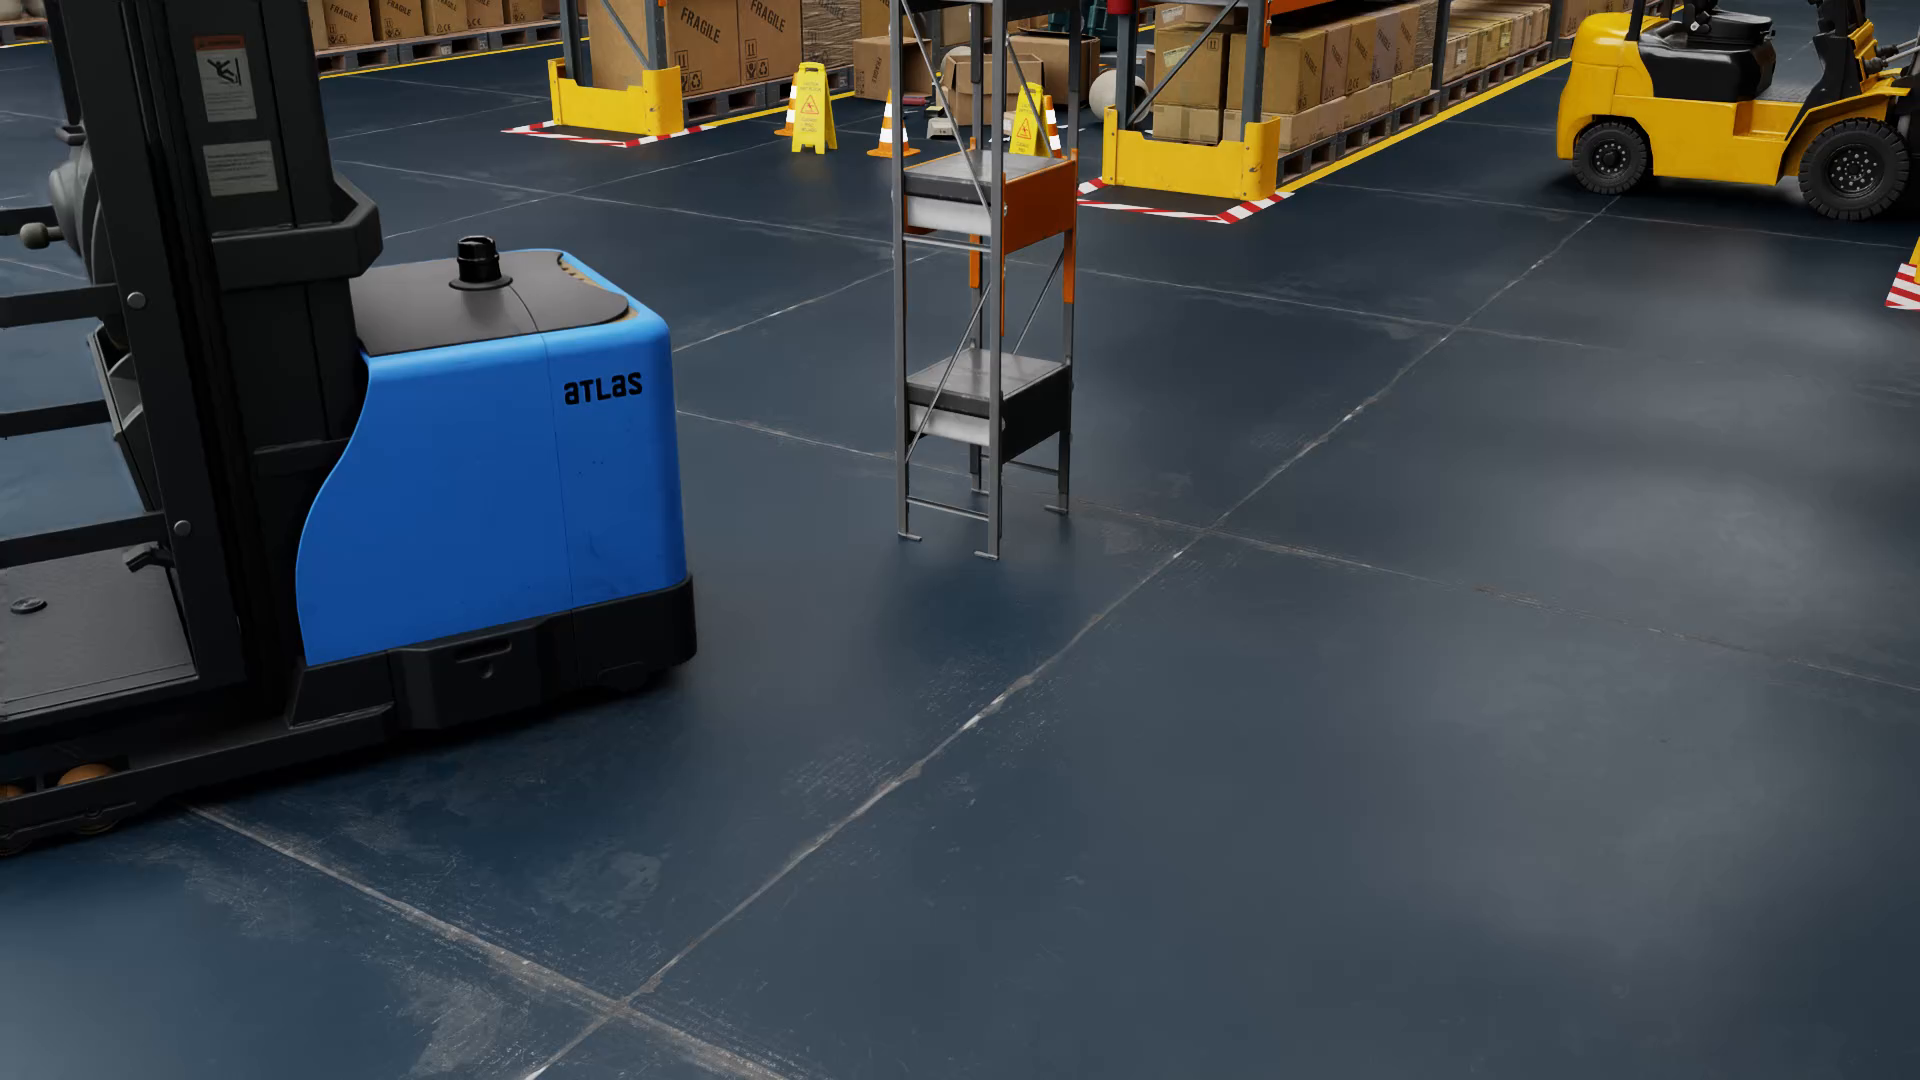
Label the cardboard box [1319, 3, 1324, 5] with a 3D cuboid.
[{"bbox_3d":[2.681,-4.311,13.106,0.380,0.149,0.250,15,28,31],"label":"cardboard box"}]

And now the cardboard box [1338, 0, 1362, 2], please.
[{"bbox_3d":[3.067,-4.217,13.704,0.500,0.500,0.500,15,28,31],"label":"cardboard box"}]

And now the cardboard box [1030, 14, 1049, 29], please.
[{"bbox_3d":[0.603,-6.116,18.405,1.050,0.750,0.750,14,27,30],"label":"cardboard box"}]

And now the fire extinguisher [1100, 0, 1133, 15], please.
[{"bbox_3d":[1.046,-3.757,10.751,0.296,0.674,0.183,14,27,29],"label":"fire extinguisher"}]

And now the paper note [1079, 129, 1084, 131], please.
[{"bbox_3d":[0.967,-3.289,13.334,0.032,0.001,0.123,14,27,29],"label":"paper note"}]

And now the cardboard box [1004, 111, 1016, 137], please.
[{"bbox_3d":[0.473,-3.292,13.167,0.250,0.149,0.380,-12,26,-26],"label":"cardboard box"}]

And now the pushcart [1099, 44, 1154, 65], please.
[{"bbox_3d":[1.644,-4.342,15.306,1.648,0.377,0.936,5,24,11],"label":"pushcart"}]

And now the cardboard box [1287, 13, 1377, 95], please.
[{"bbox_3d":[2.714,-3.577,12.226,0.500,0.500,0.500,14,27,30],"label":"cardboard box"}]

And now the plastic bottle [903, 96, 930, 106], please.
[{"bbox_3d":[-0.392,-3.834,14.528,0.283,0.061,0.133,5,24,11],"label":"plastic bottle"}]

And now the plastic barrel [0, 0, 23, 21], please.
[{"bbox_3d":[-10.847,-6.139,18.757,0.421,0.512,0.421,0,23,0],"label":"plastic barrel"}]

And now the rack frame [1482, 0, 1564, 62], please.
[{"bbox_3d":[5.718,-6.435,16.838,1.000,3.000,0.127,14,27,29],"label":"rack frame"}]

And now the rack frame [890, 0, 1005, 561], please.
[{"bbox_3d":[-0.041,-0.937,5.272,0.400,2.100,0.015,14,27,29],"label":"rack frame"}]

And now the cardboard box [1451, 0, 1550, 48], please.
[{"bbox_3d":[5.411,-5.233,16.841,0.950,0.372,0.625,12,26,25],"label":"cardboard box"}]

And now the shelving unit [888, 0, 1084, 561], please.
[{"bbox_3d":[0.087,-1.019,5.462,0.431,2.100,0.503,14,27,29],"label":"shelving unit"}]

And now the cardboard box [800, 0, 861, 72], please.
[{"bbox_3d":[-1.514,-4.803,15.215,0.875,0.875,0.875,14,27,29],"label":"cardboard box"}]

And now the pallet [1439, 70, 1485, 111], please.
[{"bbox_3d":[4.017,-4.068,14.882,1.003,0.211,1.213,14,27,29],"label":"pallet"}]

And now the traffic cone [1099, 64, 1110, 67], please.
[{"bbox_3d":[1.339,-5.060,16.856,0.336,0.463,0.334,14,27,29],"label":"traffic cone"}]

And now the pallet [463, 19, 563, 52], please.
[{"bbox_3d":[-5.136,-5.648,18.530,1.003,0.211,1.213,14,27,29],"label":"pallet"}]

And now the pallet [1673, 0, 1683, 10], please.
[{"bbox_3d":[8.938,-7.159,22.021,1.003,0.211,1.213,14,27,29],"label":"pallet"}]

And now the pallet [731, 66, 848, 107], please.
[{"bbox_3d":[-1.761,-4.155,15.081,1.003,0.211,1.213,14,27,29],"label":"pallet"}]

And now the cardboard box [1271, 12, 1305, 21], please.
[{"bbox_3d":[2.243,-3.680,12.465,0.500,0.500,0.500,13,27,28],"label":"cardboard box"}]

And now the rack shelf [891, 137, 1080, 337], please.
[{"bbox_3d":[0.087,-1.007,5.467,0.431,0.518,0.480,14,27,29],"label":"rack shelf"}]

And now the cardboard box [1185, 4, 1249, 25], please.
[{"bbox_3d":[1.835,-3.770,11.856,0.380,0.149,0.250,15,27,30],"label":"cardboard box"}]

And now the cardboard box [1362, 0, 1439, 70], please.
[{"bbox_3d":[3.524,-4.104,13.443,0.500,0.500,0.500,13,27,28],"label":"cardboard box"}]

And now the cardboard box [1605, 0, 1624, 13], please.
[{"bbox_3d":[7.099,-6.470,19.066,0.875,0.875,0.875,15,27,30],"label":"cardboard box"}]

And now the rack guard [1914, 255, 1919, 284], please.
[{"bbox_3d":[5.704,-1.541,8.679,1.175,0.500,0.348,14,27,29],"label":"rack guard"}]

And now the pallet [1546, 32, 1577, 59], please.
[{"bbox_3d":[6.198,-5.405,17.971,1.003,0.211,1.213,14,27,29],"label":"pallet"}]

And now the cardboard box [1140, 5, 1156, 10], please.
[{"bbox_3d":[2.049,-6.669,19.997,0.500,0.500,0.500,13,26,27],"label":"cardboard box"}]

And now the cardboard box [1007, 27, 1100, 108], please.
[{"bbox_3d":[0.760,-4.092,14.398,0.797,0.637,0.503,14,27,29],"label":"cardboard box"}]

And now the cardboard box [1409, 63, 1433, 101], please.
[{"bbox_3d":[3.524,-3.760,13.592,0.500,0.250,0.500,15,28,31],"label":"cardboard box"}]

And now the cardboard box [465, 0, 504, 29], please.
[{"bbox_3d":[-5.352,-5.886,18.188,0.500,0.500,0.500,-18,29,-36],"label":"cardboard box"}]

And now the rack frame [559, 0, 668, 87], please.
[{"bbox_3d":[-2.761,-4.738,12.919,1.000,3.000,0.127,14,27,29],"label":"rack frame"}]

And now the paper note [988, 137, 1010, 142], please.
[{"bbox_3d":[0.305,-3.108,12.892,0.148,0.019,0.142,5,24,11],"label":"paper note"}]

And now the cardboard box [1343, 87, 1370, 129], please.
[{"bbox_3d":[2.711,-3.237,12.385,0.500,0.250,0.500,16,28,32],"label":"cardboard box"}]

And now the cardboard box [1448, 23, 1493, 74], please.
[{"bbox_3d":[4.259,-4.492,15.131,0.950,0.372,0.625,16,28,32],"label":"cardboard box"}]

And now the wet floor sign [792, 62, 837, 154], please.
[{"bbox_3d":[-1.094,-3.233,12.405,0.267,0.644,0.232,9,25,20],"label":"wet floor sign"}]

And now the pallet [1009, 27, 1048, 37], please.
[{"bbox_3d":[0.335,-5.498,18.184,1.003,0.211,1.213,14,27,29],"label":"pallet"}]

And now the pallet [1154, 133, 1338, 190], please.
[{"bbox_3d":[1.996,-2.747,11.831,1.003,0.211,1.213,14,27,29],"label":"pallet"}]

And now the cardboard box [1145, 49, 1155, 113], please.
[{"bbox_3d":[1.887,-3.862,14.039,0.500,0.500,0.500,-7,24,-17],"label":"cardboard box"}]

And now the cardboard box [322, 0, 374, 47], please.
[{"bbox_3d":[-6.292,-5.273,16.773,0.500,0.500,0.500,-20,31,-39],"label":"cardboard box"}]

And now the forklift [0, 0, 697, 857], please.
[{"bbox_3d":[-2.301,-0.825,3.967,3.031,2.935,1.130,-13,26,-27],"label":"forklift"}]
